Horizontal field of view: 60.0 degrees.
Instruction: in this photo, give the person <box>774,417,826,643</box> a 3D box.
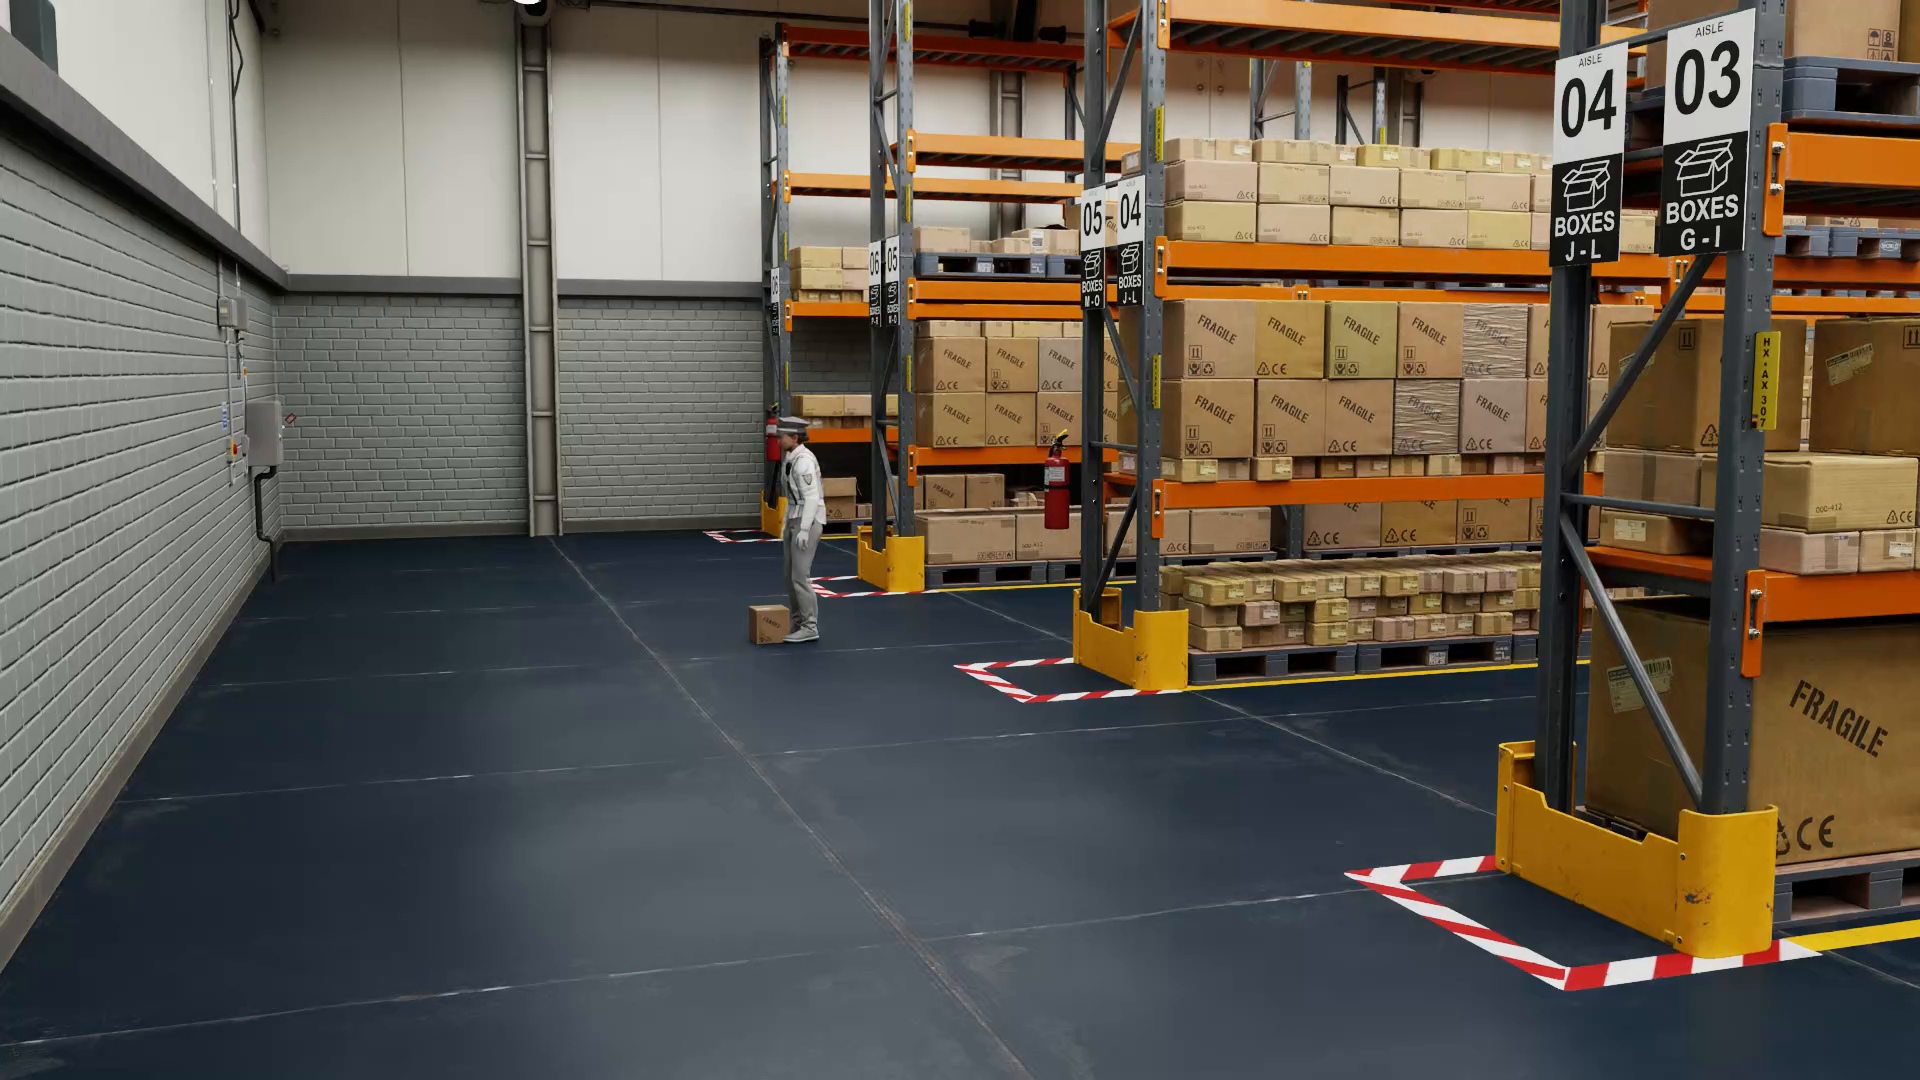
[{"bbox_3d":[-1.196,-0.084,12.369,0.376,1.663,0.539,-2,6,-20],"label":"person"}]
